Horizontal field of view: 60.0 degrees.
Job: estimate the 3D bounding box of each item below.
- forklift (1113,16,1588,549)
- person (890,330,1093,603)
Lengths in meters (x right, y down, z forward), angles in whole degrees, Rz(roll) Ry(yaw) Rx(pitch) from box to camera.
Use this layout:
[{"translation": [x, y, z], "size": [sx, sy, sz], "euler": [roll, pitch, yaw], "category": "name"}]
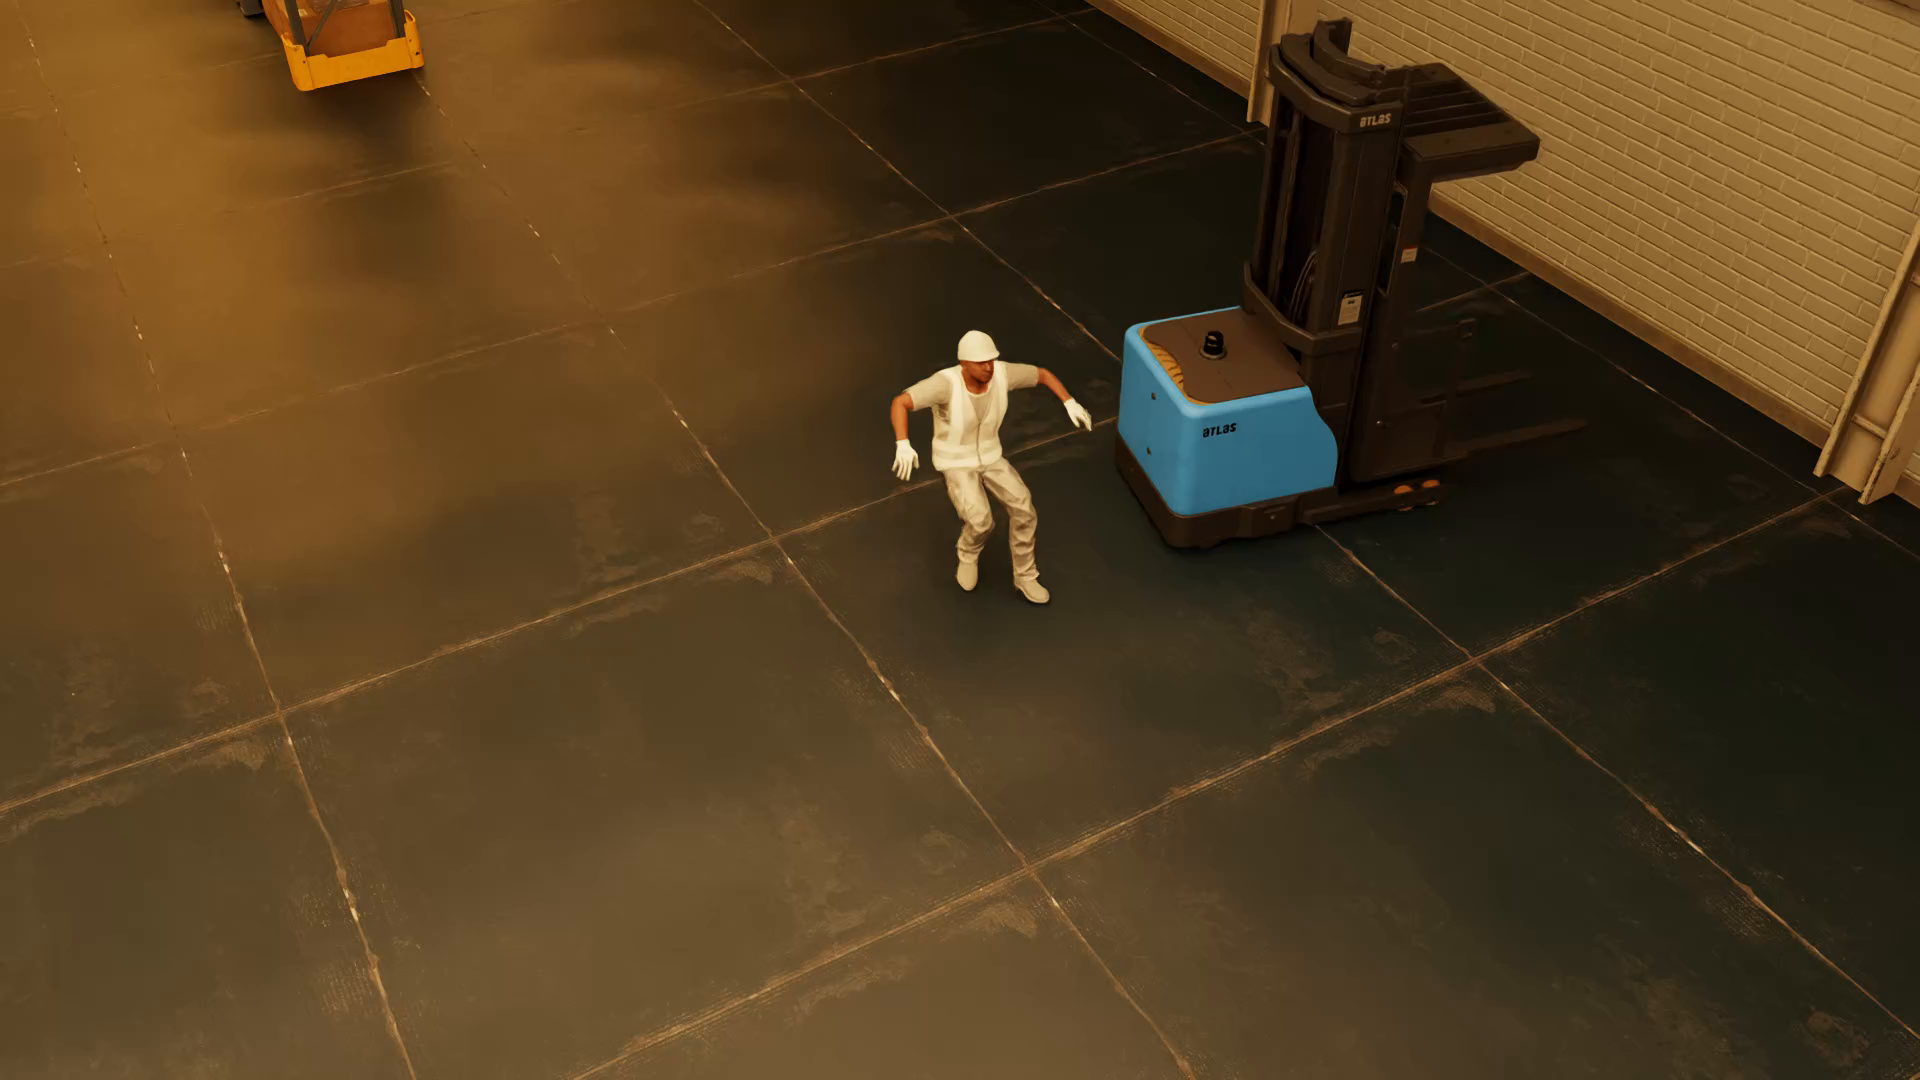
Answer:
[{"translation": [2.577, -1.622, 9.991], "size": [3.031, 2.935, 1.130], "euler": [-12, 41, -14], "category": "forklift"}, {"translation": [0.200, -0.403, 9.581], "size": [1.234, 1.593, 0.857], "euler": [-20, 44, -23], "category": "person"}]
